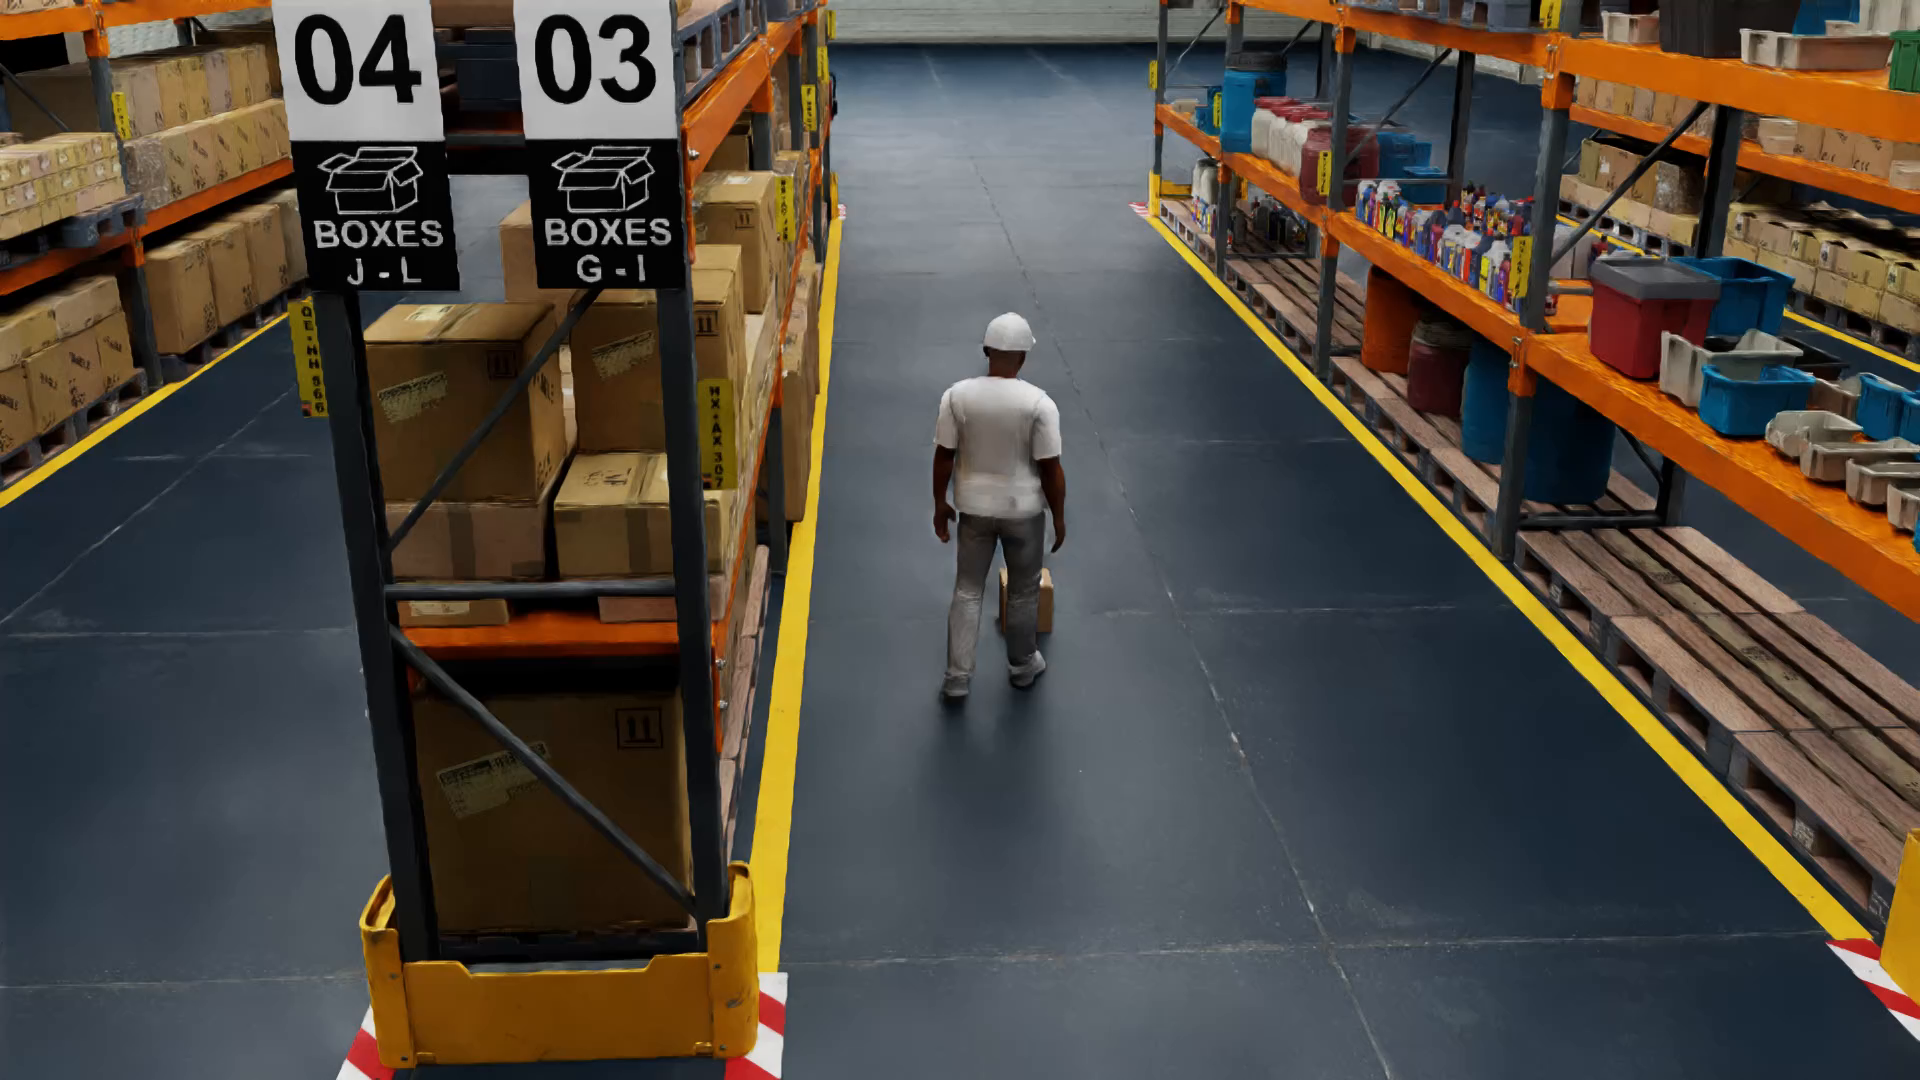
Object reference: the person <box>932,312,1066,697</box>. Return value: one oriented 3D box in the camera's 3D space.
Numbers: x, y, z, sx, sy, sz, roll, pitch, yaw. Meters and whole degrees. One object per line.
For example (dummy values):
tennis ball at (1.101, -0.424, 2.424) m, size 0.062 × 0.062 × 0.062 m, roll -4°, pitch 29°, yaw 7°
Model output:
person at (0.185, -0.144, 7.406) m, size 0.594 × 1.765 × 0.687 m, roll 6°, pitch 21°, yaw 16°
